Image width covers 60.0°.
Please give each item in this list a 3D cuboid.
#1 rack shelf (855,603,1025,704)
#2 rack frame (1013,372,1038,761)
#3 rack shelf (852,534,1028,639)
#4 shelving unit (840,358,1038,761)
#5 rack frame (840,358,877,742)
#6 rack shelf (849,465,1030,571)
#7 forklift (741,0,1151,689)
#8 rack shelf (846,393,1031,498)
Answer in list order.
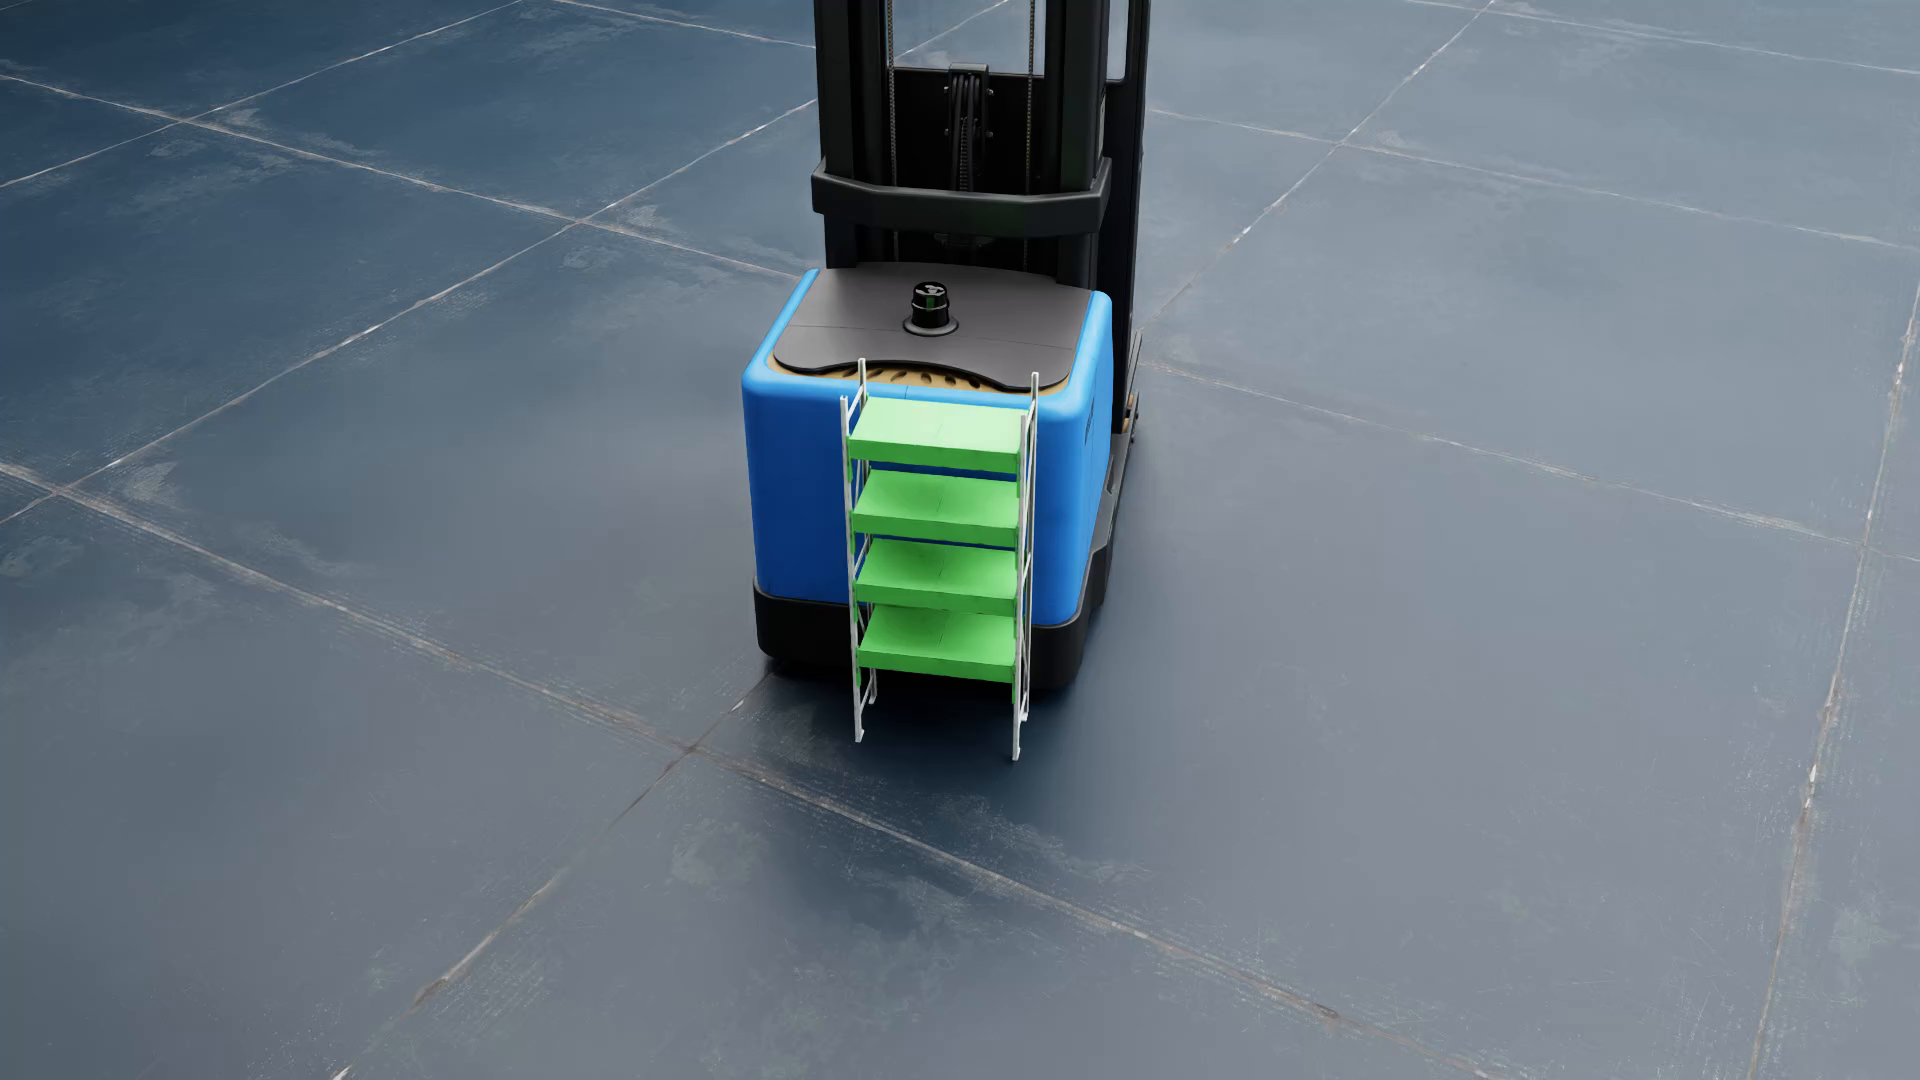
[{"bbox_3d":[-0.053,0.334,5.016,0.480,0.148,0.258,6,34,8],"label":"rack shelf"},{"bbox_3d":[0.187,0.104,4.812,0.015,1.200,0.240,6,34,8],"label":"rack frame"},{"bbox_3d":[-0.053,0.134,4.882,0.480,0.148,0.258,6,34,8],"label":"rack shelf"},{"bbox_3d":[-0.053,0.081,4.847,0.503,1.200,0.258,6,34,8],"label":"shelving unit"},{"bbox_3d":[-0.293,0.058,4.882,0.015,1.200,0.240,6,34,8],"label":"rack frame"},{"bbox_3d":[-0.053,-0.066,4.749,0.480,0.148,0.258,6,34,8],"label":"rack shelf"},{"bbox_3d":[0.112,-1.559,5.748,1.130,2.935,3.031,6,34,9],"label":"forklift"},{"bbox_3d":[-0.053,-0.266,4.616,0.480,0.148,0.258,6,34,8],"label":"rack shelf"}]
